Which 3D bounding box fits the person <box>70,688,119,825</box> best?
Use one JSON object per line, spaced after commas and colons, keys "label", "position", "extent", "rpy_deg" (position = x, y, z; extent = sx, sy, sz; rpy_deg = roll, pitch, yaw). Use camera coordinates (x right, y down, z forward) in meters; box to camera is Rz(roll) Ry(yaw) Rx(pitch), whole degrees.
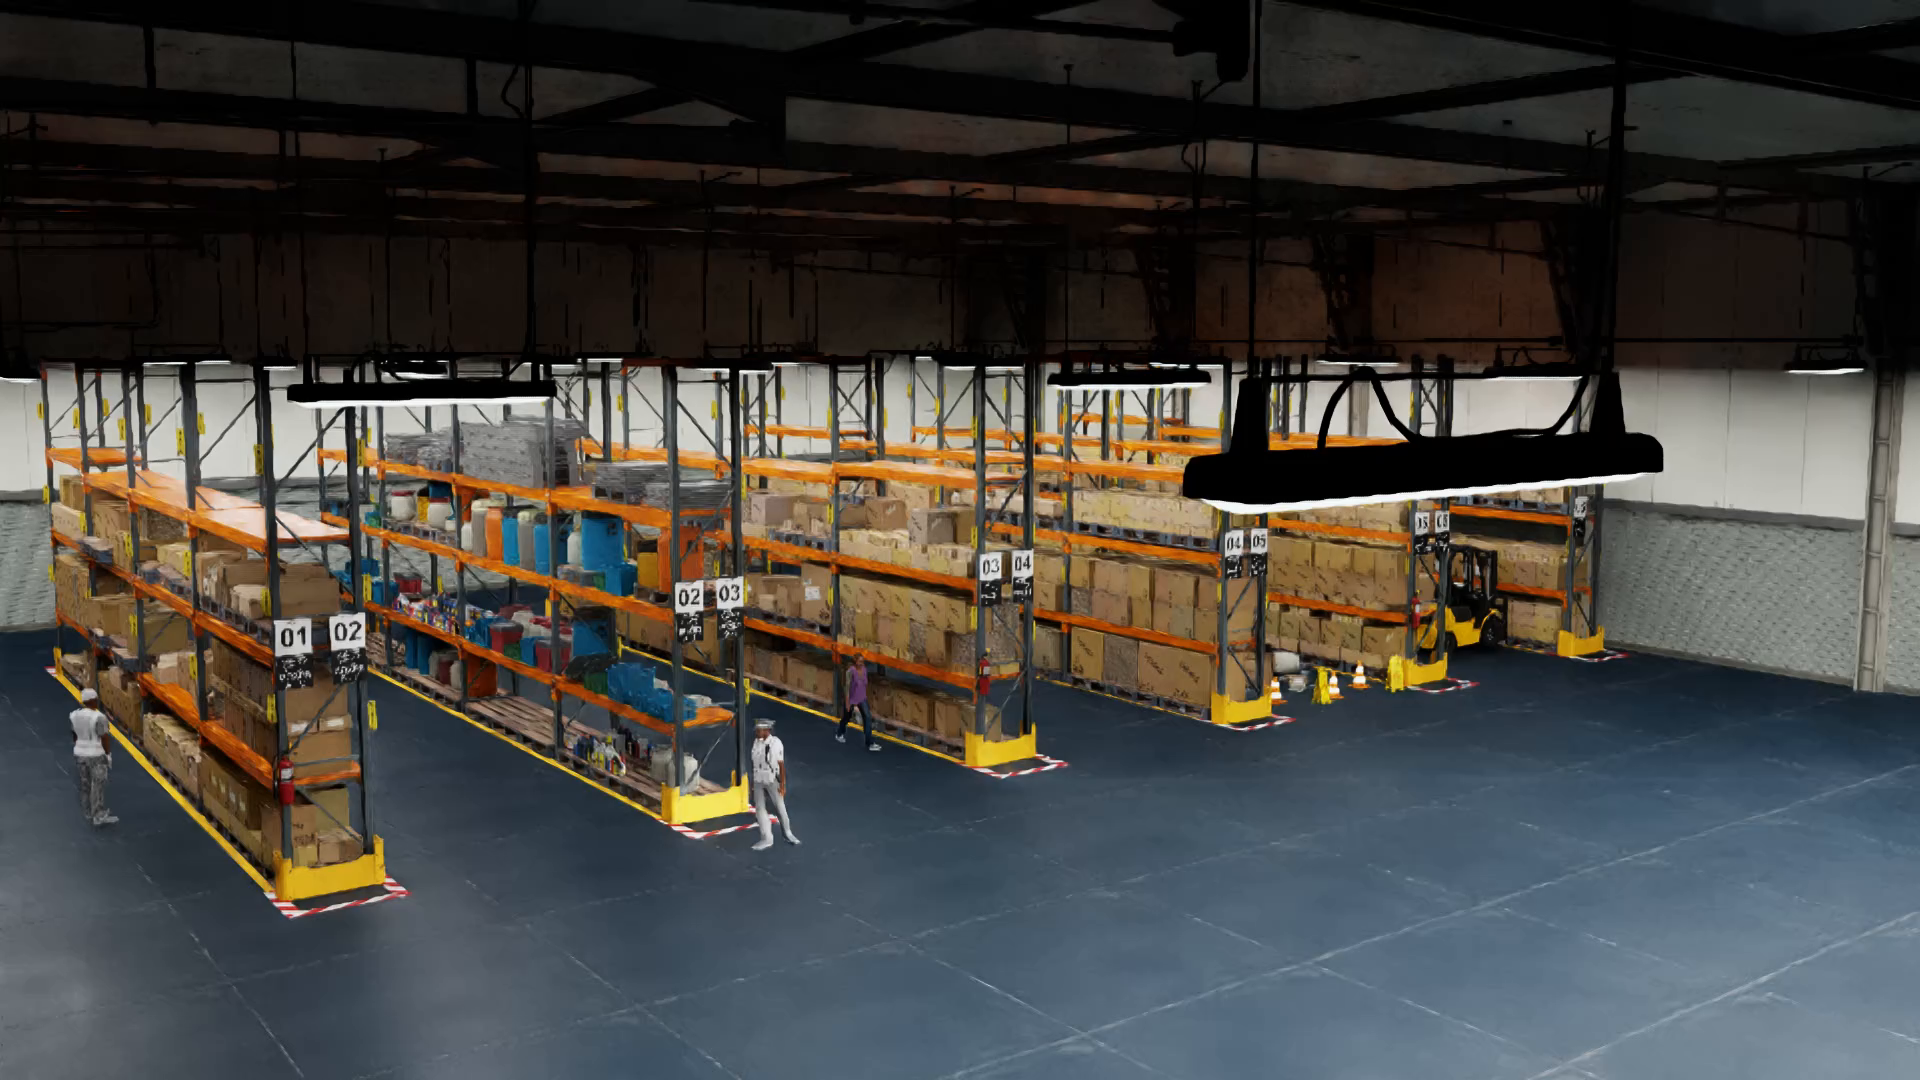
{"label": "person", "position": [-11.355, 2.812, 21.841], "extent": [0.620, 1.786, 0.456], "rpy_deg": [3, 7, 22]}

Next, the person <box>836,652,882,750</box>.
{"label": "person", "position": [-1.619, 2.472, 25.810], "extent": [0.417, 1.517, 1.036], "rpy_deg": [-5, 8, -33]}

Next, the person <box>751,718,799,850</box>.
{"label": "person", "position": [-2.348, 3.021, 20.835], "extent": [0.570, 1.666, 0.523], "rpy_deg": [4, 8, 27]}
